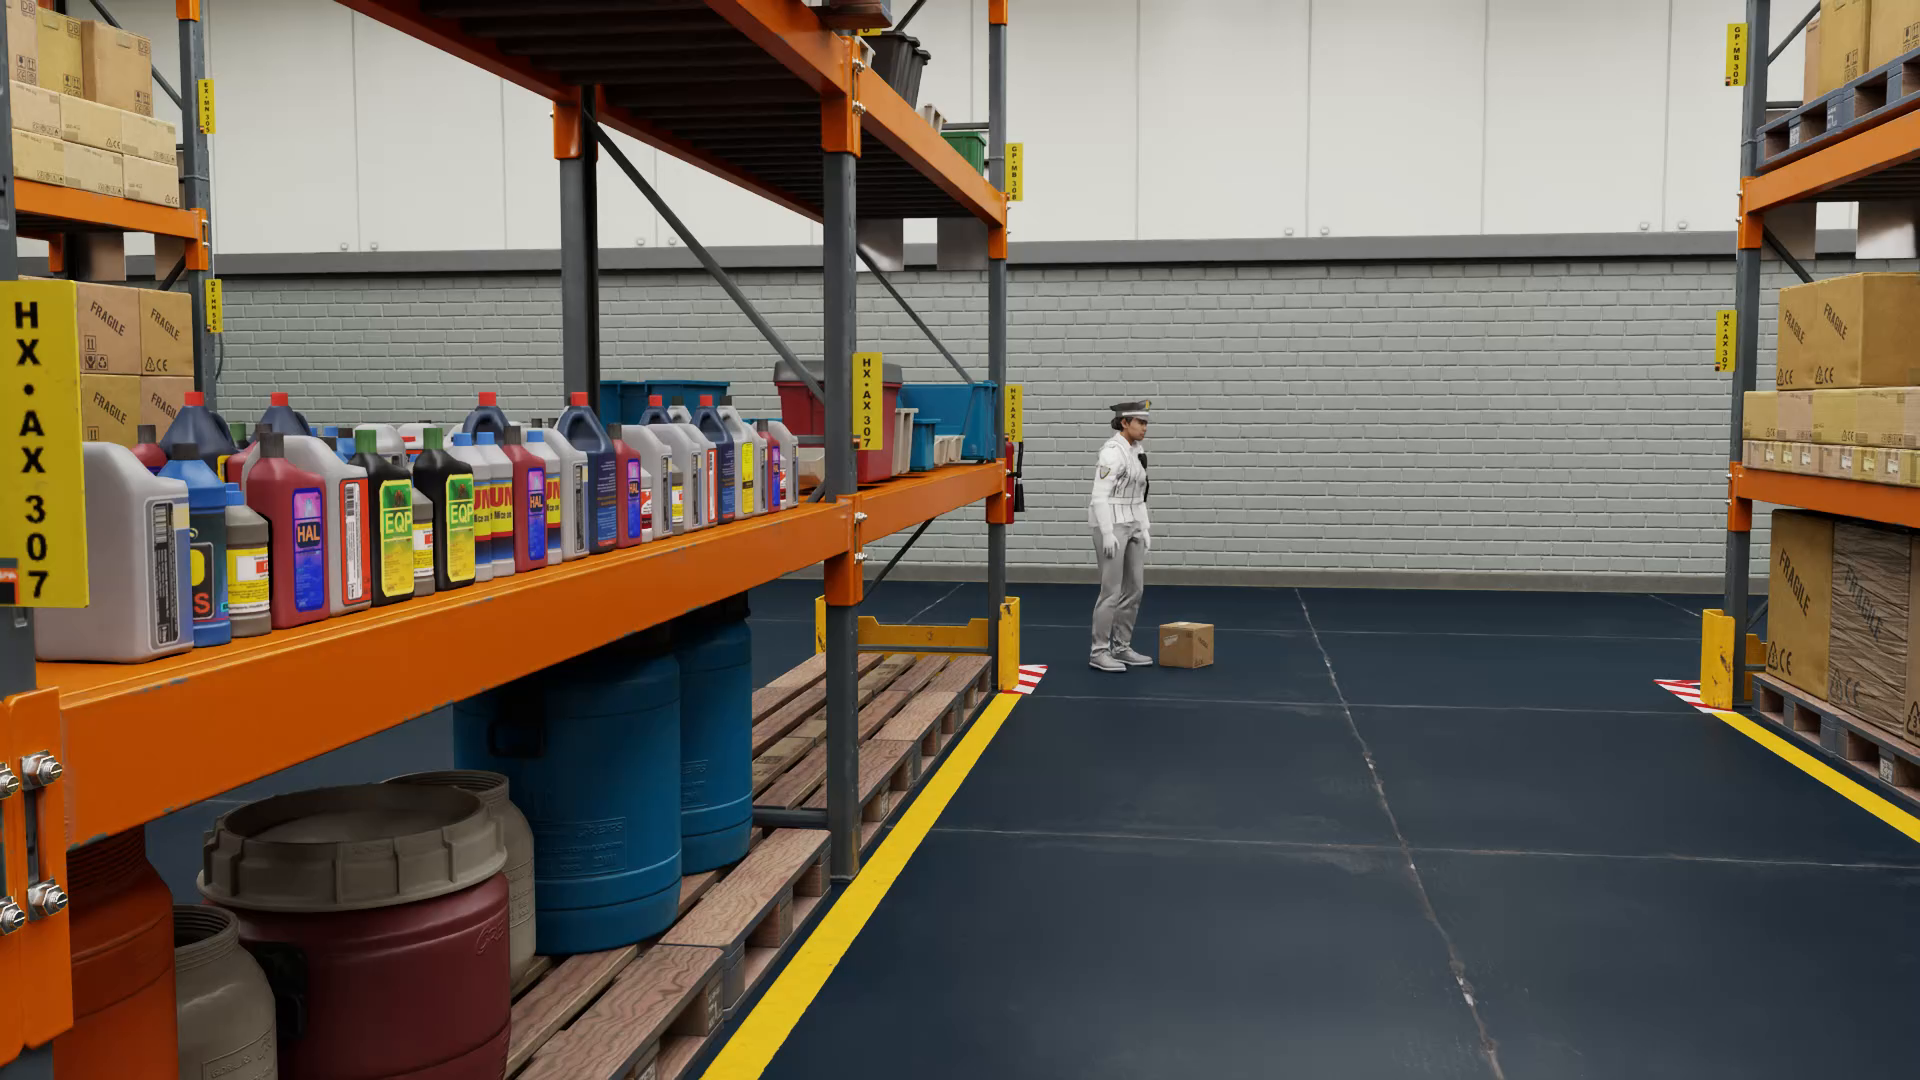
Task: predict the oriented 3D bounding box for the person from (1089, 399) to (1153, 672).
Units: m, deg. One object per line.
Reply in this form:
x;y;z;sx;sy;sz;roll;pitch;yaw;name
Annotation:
1.009;-0.041;10.363;0.369;1.667;0.546;3;6;36;person
